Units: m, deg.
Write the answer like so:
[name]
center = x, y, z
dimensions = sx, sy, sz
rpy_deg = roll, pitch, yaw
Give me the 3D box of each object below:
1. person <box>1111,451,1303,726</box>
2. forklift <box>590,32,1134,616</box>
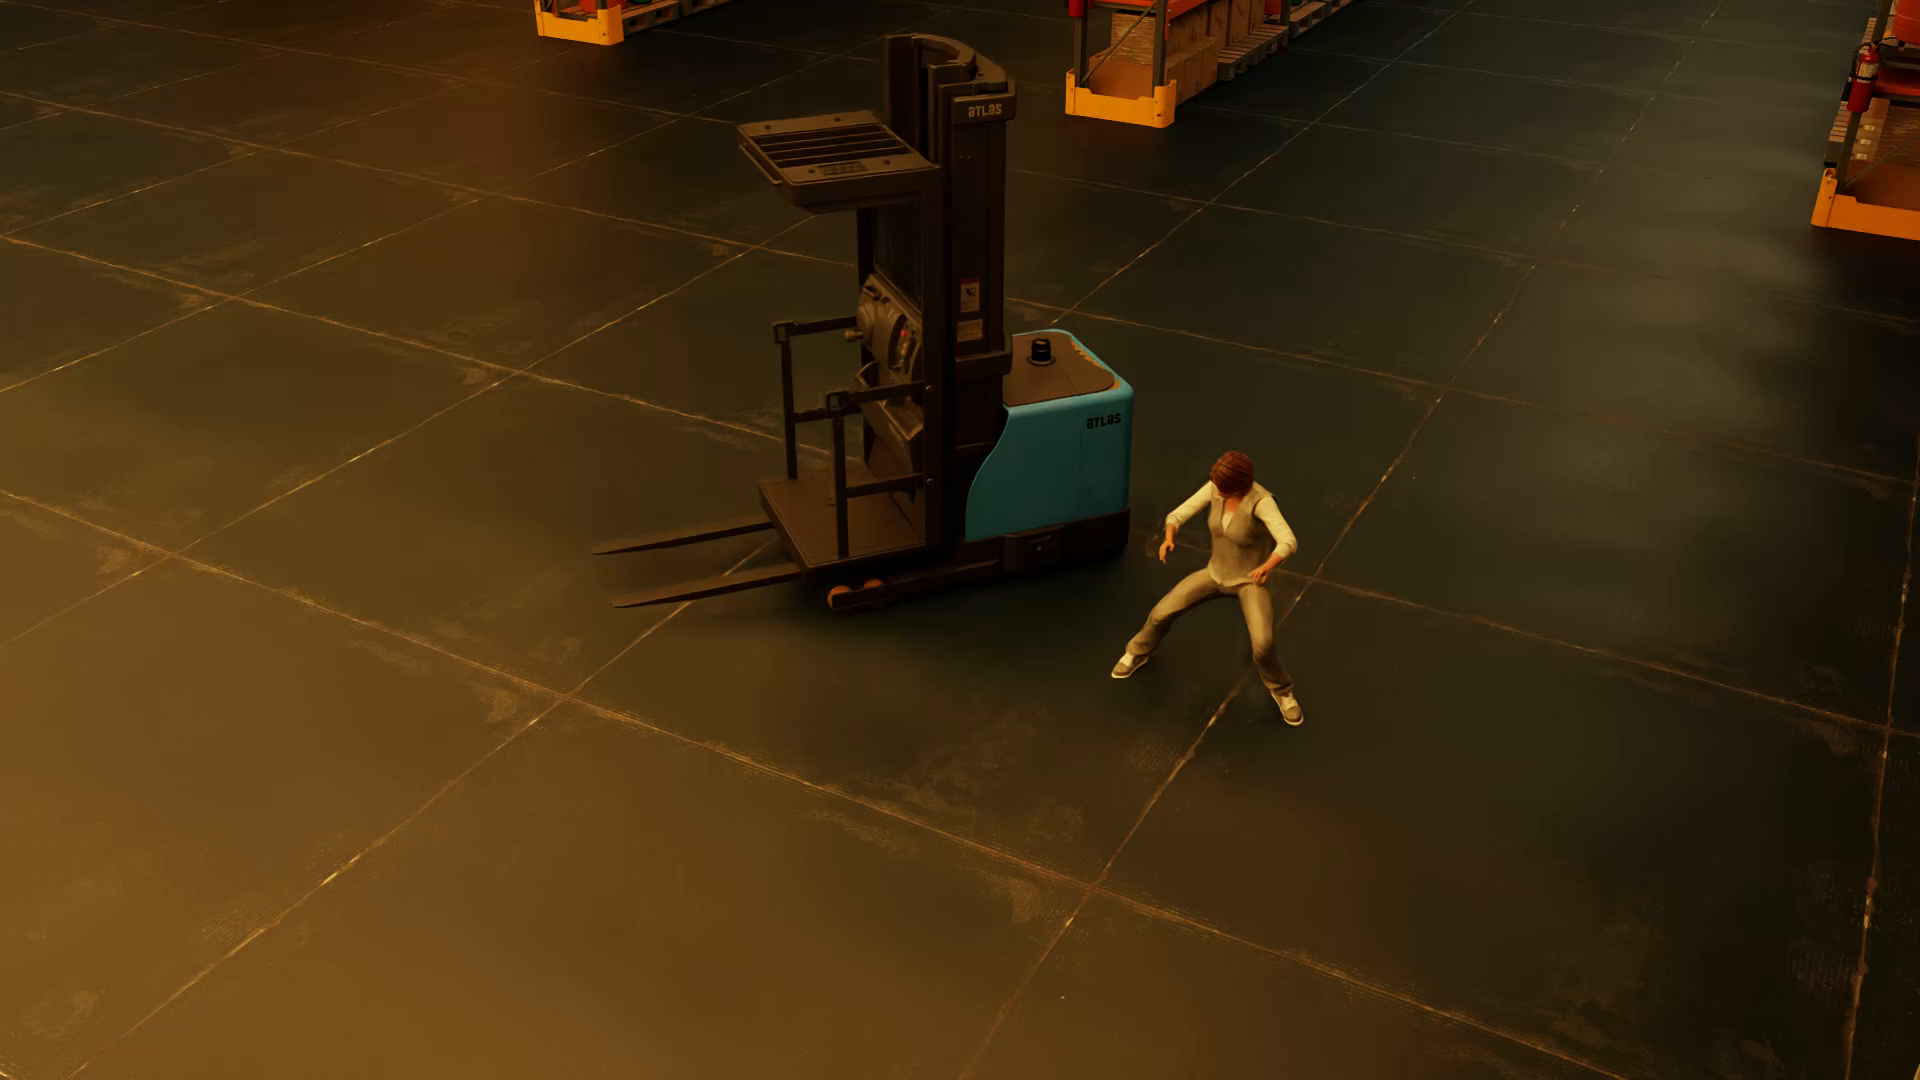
[person]
center = 1.291, 0.226, 8.262
dimensions = 0.630, 1.368, 1.010
rpy_deg = -25, 38, -36
[forklift]
center = -0.575, -1.147, 9.058
dimensions = 3.031, 2.935, 1.130
rpy_deg = -11, 32, -18
